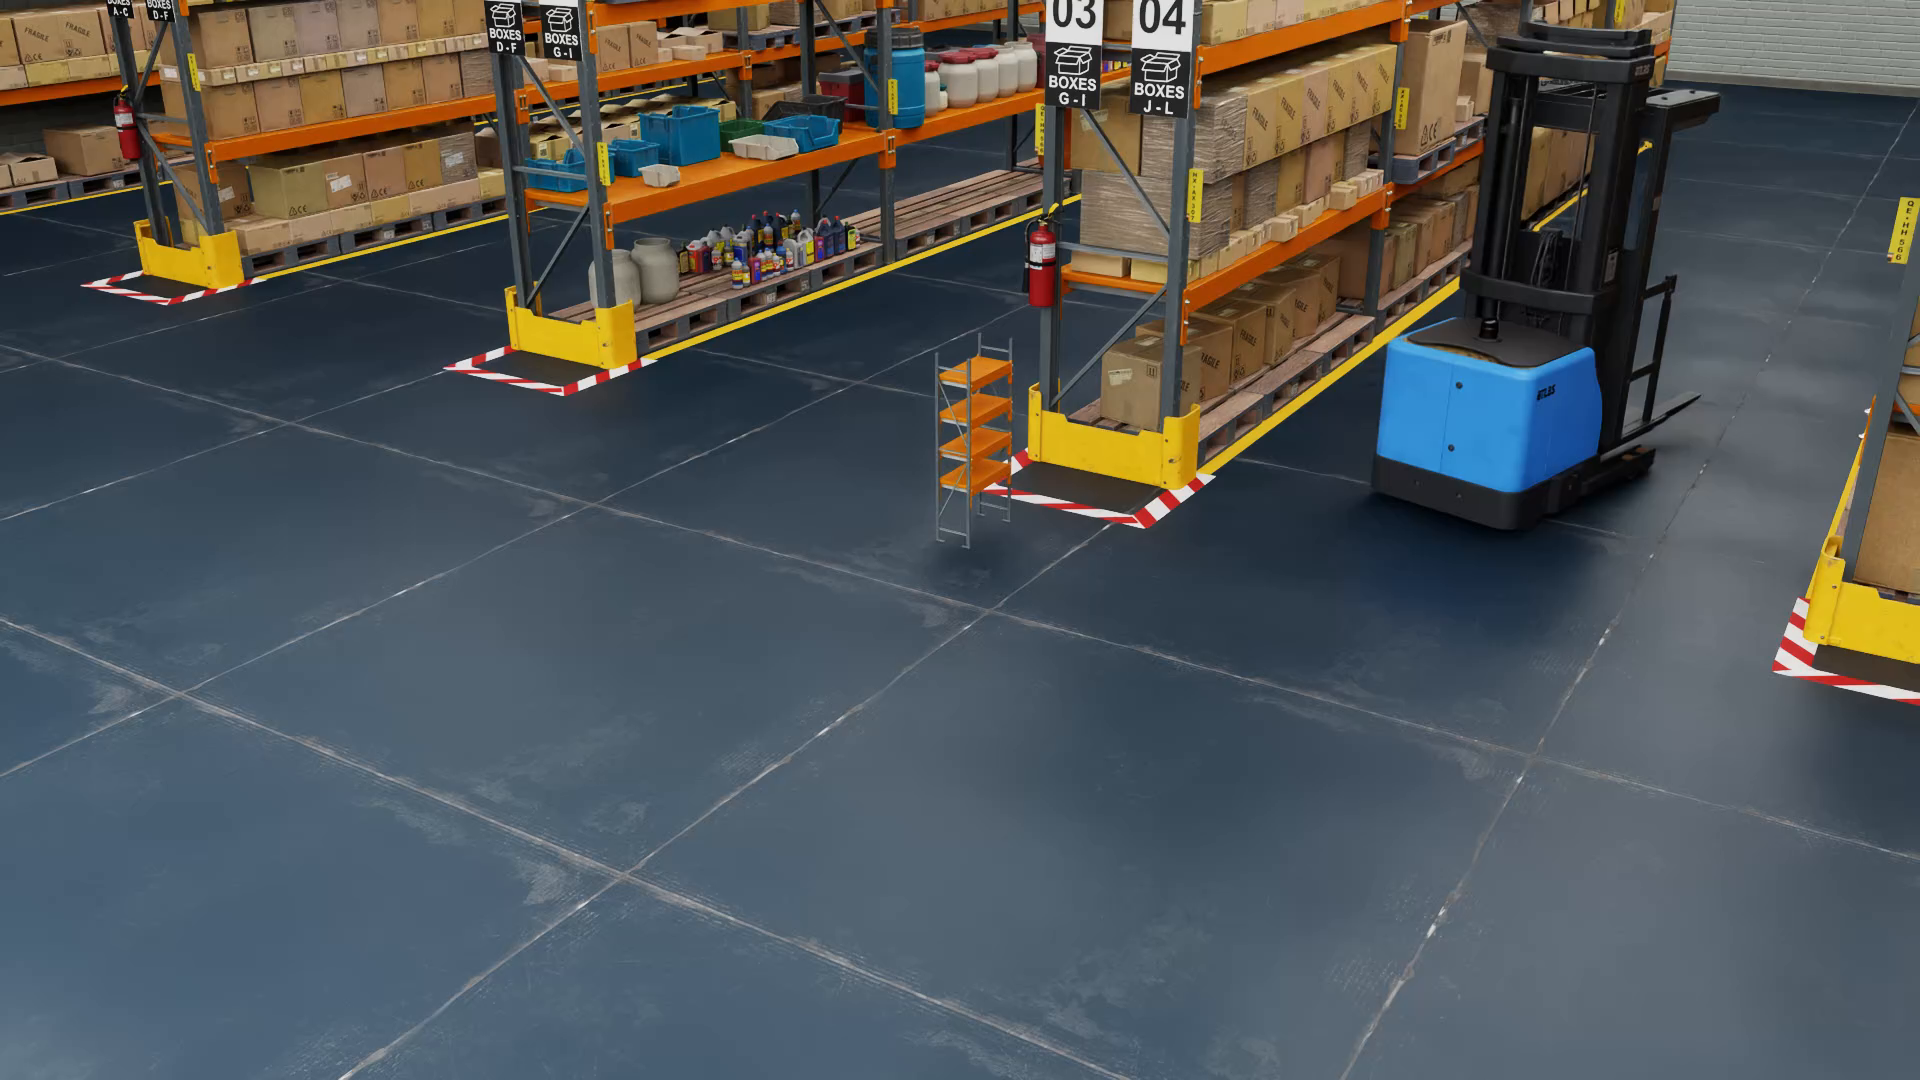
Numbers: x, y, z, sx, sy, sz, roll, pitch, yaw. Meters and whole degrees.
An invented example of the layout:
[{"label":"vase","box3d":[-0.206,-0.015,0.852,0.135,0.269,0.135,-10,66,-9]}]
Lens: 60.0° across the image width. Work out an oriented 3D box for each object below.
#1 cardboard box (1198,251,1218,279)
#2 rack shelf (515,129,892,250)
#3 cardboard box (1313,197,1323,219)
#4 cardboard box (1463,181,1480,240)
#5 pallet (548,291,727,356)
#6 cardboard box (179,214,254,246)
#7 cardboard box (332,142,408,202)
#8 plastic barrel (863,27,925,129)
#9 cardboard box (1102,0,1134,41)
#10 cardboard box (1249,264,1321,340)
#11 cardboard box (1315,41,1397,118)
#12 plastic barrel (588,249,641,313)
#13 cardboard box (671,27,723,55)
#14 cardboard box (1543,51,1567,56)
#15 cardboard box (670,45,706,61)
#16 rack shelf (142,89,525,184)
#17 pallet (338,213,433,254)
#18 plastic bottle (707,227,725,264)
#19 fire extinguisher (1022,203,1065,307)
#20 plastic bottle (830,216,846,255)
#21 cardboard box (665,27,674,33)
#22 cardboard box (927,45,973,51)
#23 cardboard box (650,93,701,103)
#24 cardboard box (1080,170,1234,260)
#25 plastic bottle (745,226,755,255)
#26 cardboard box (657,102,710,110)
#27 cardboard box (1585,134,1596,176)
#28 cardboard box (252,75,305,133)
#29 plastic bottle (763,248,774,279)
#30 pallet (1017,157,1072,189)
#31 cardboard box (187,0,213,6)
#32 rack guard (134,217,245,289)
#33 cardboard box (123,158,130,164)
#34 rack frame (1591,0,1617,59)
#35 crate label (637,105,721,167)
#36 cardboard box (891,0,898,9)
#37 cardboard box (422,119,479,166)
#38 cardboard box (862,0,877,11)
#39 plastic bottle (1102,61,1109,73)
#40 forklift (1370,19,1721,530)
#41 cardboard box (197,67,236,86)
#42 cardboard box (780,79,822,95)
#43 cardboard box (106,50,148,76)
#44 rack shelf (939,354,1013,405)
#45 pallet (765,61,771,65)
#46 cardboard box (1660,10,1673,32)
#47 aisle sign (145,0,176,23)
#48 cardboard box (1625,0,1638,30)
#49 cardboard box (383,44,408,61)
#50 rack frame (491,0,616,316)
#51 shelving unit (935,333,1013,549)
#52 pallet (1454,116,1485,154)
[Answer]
[{"label":"cardboard box","box3d":[1.495,-1.865,11.099,0.380,0.149,0.250,14,27,29]},{"label":"rack shelf","box3d":[-2.159,-3.237,14.856,1.077,0.370,4.000,14,27,29]},{"label":"cardboard box","box3d":[2.538,-2.543,12.664,0.380,0.149,0.250,14,27,29]},{"label":"cardboard box","box3d":[4.877,-3.378,16.871,0.700,0.500,0.500,12,26,26]},{"label":"pallet","box3d":[-2.781,-1.921,14.421,1.003,0.211,1.213,14,27,29]},{"label":"cardboard box","box3d":[-7.389,-3.105,16.579,0.500,0.250,0.500,14,27,29]},{"label":"cardboard box","box3d":[-6.155,-3.846,17.347,0.500,0.500,0.500,14,27,29]},{"label":"plastic barrel","box3d":[-0.643,-4.539,16.327,0.600,0.901,0.708,14,27,29]},{"label":"cardboard box","box3d":[1.032,-3.377,10.689,0.500,0.250,0.500,15,27,30]},{"label":"cardboard box","box3d":[2.563,-1.928,13.545,0.500,0.500,0.500,-18,29,-36]},{"label":"cardboard box","box3d":[3.100,-3.635,13.113,0.500,0.500,0.500,14,27,29]},{"label":"plastic barrel","box3d":[-2.932,-2.181,14.115,0.421,0.512,0.421,0,23,0]},{"label":"cardboard box","box3d":[-3.429,-6.477,21.547,0.500,0.311,0.500,16,28,32]},{"label":"cardboard box","box3d":[6.238,-5.055,18.025,0.500,0.500,0.500,13,27,28]},{"label":"cardboard box","box3d":[-3.440,-6.154,21.007,0.380,0.149,0.250,14,27,29]},{"label":"rack shelf","box3d":[-6.365,-4.276,17.257,1.077,0.370,4.000,14,27,29]},{"label":"pallet","box3d":[-6.408,-3.328,17.672,1.003,0.211,1.213,14,27,29]},{"label":"plastic bottle","box3d":[-2.304,-2.773,15.659,0.144,0.351,0.185,15,28,31]},{"label":"fire extinguisher","box3d":[0.542,-1.876,10.906,0.296,0.674,0.183,14,27,29]},{"label":"plastic bottle","box3d":[-1.199,-2.950,16.070,0.144,0.351,0.185,13,27,28]},{"label":"cardboard box","box3d":[-5.065,-8.585,28.106,0.380,0.149,0.250,14,27,29]},{"label":"cardboard box","box3d":[-0.104,-7.673,26.786,0.797,0.503,0.637,14,27,29]},{"label":"cardboard box","box3d":[-3.726,-5.704,21.877,0.500,0.311,0.500,15,28,31]},{"label":"cardboard box","box3d":[1.307,-2.216,11.093,0.875,0.500,0.500,14,27,29]},{"label":"plastic bottle","box3d":[-2.028,-2.885,16.019,0.097,0.271,0.097,0,23,0]},{"label":"cardboard box","box3d":[-3.536,-5.414,21.207,0.500,0.311,0.500,13,27,28]},{"label":"cardboard box","box3d":[7.003,-4.901,19.942,1.225,0.875,0.875,14,27,29]},{"label":"cardboard box","box3d":[-6.890,-4.310,16.304,0.700,0.500,0.500,15,27,30]},{"label":"plastic bottle","box3d":[-1.760,-2.538,15.216,0.097,0.271,0.097,0,23,0]},{"label":"pallet","box3d":[1.386,-4.587,20.580,1.003,0.211,1.213,14,27,29]},{"label":"cardboard box","box3d":[-9.508,-6.378,20.427,0.500,0.500,0.500,14,27,29]},{"label":"rack guard","box3d":[-7.433,-2.776,16.033,1.175,0.500,0.348,14,27,29]},{"label":"cardboard box","box3d":[-10.382,-4.676,20.310,0.380,0.149,0.250,12,26,25]},{"label":"rack frame","box3d":[7.324,-5.904,20.112,1.000,3.000,0.127,14,27,29]},{"label":"crate label","box3d":[-2.473,-3.586,14.713,0.502,0.435,0.616,14,27,29]},{"label":"cardboard box","box3d":[-1.045,-8.249,25.404,0.500,0.500,0.500,14,27,30]},{"label":"cardboard box","box3d":[-5.821,-4.465,18.777,0.500,0.500,0.500,14,27,29]},{"label":"cardboard box","box3d":[-1.530,-8.107,24.546,0.700,0.500,0.500,5,24,11]},{"label":"plastic bottle","box3d":[1.721,-5.718,19.829,0.061,0.283,0.133,14,27,29]},{"label":"forklift","box3d":[4.092,-1.888,10.922,3.031,2.935,1.130,-21,31,-39]},{"label":"cardboard box","box3d":[-7.030,-4.362,15.608,0.380,0.149,0.250,14,27,29]},{"label":"cardboard box","box3d":[-2.177,-6.126,23.217,0.500,0.500,0.500,13,27,28]},{"label":"cardboard box","box3d":[-10.035,-5.695,19.794,0.500,0.250,0.500,14,27,29]},{"label":"rack shelf","box3d":[0.087,-0.967,9.985,0.258,0.148,0.480,14,27,29]},{"label":"pallet","box3d":[-3.546,-8.802,30.317,1.003,0.211,1.213,14,27,29]},{"label":"cardboard box","box3d":[9.403,-7.102,22.695,0.500,0.250,0.500,13,27,28]},{"label":"aisle sign","box3d":[-7.195,-5.038,14.839,0.394,0.787,0.004,14,27,29]},{"label":"cardboard box","box3d":[8.060,-6.588,20.564,0.500,0.500,0.500,14,27,29]},{"label":"cardboard box","box3d":[-5.943,-5.060,17.220,0.380,0.149,0.250,15,27,30]},{"label":"rack frame","box3d":[-3.214,-2.892,13.154,1.000,3.000,0.127,14,27,29]},{"label":"shelving unit","box3d":[0.087,-0.606,10.141,0.258,1.200,0.503,14,27,29]},{"label":"pallet","box3d":[4.204,-3.789,15.468,1.003,0.211,1.213,14,27,29]}]
